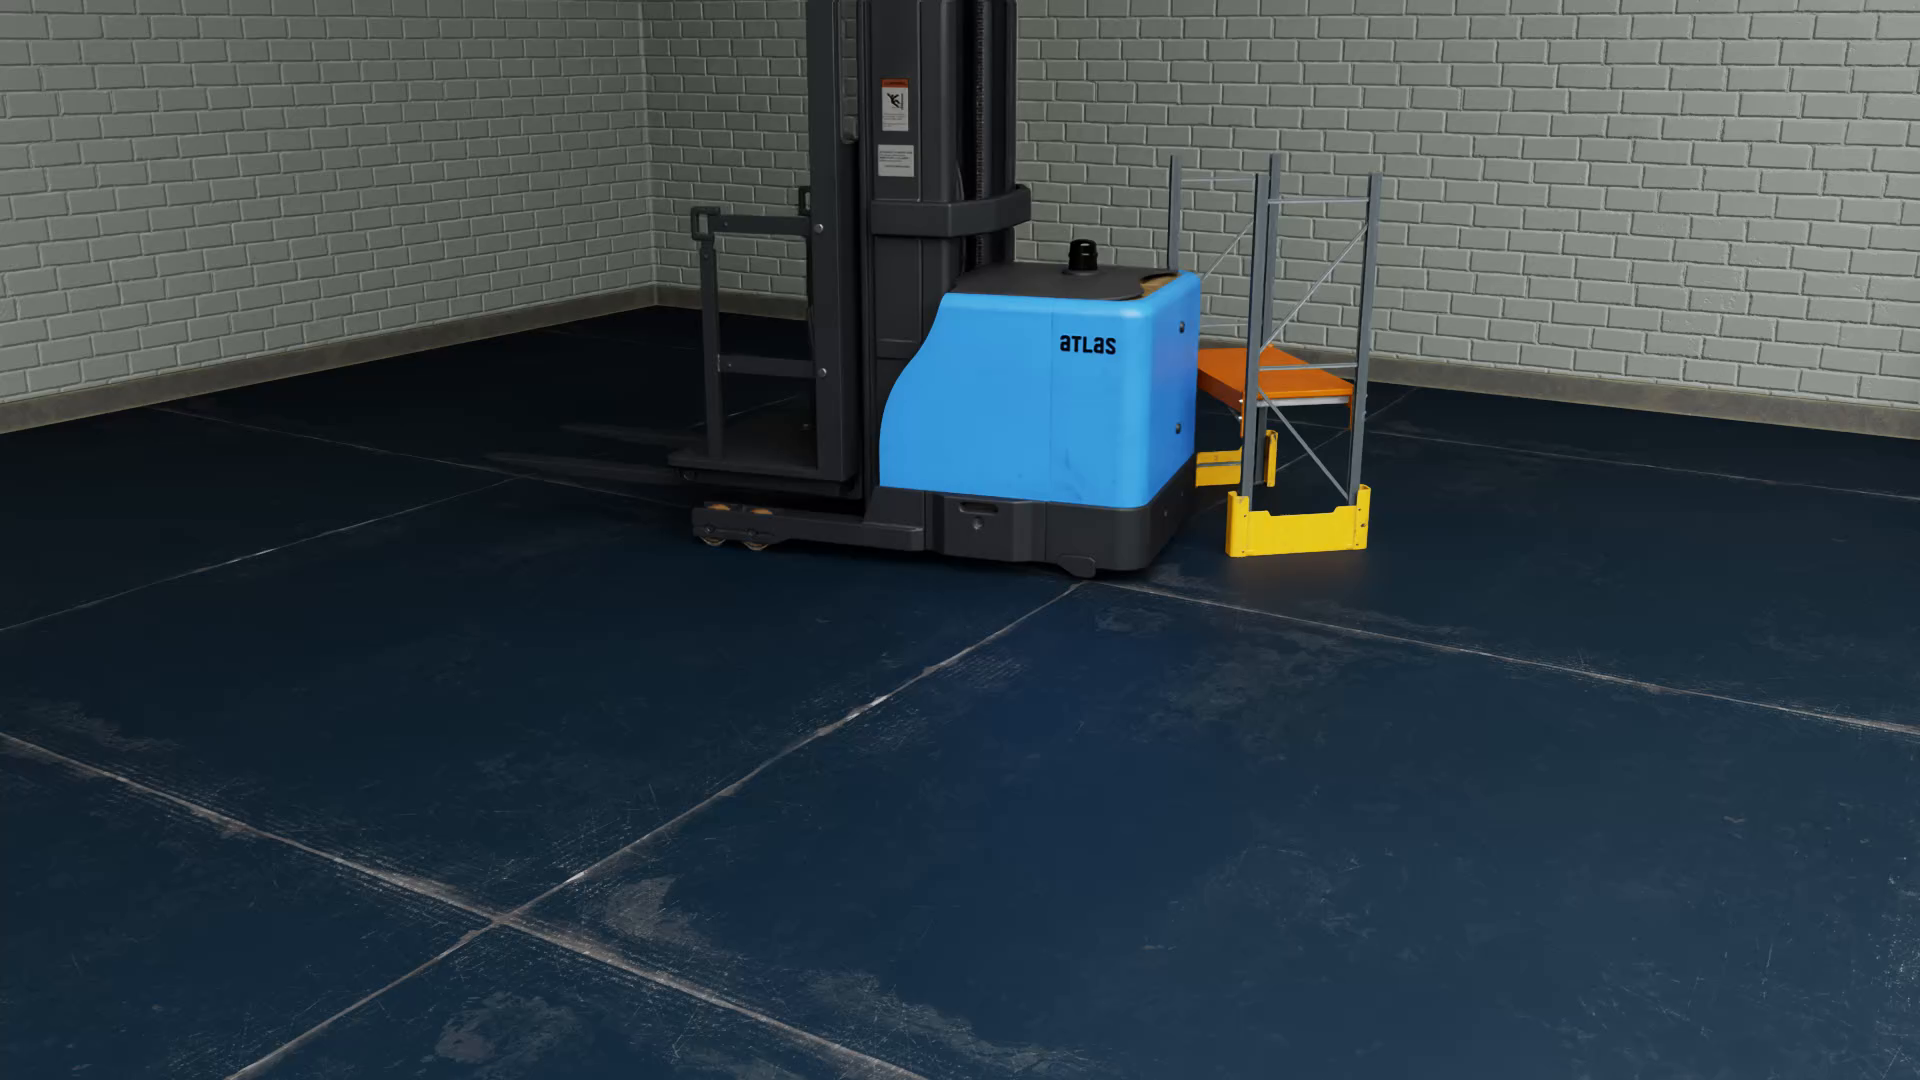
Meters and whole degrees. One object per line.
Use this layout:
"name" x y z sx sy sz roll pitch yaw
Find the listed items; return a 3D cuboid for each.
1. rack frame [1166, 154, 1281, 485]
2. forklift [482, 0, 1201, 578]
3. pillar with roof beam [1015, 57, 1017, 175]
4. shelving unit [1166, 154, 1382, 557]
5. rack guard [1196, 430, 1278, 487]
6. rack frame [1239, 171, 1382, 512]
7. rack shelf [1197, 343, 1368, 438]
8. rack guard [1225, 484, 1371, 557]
"rack frame" 1.163 -0.967 7.483 0.500 1.500 0.032 -3 17 -11
"forklift" -0.570 -1.500 6.776 3.031 2.935 1.130 6 18 19
"pillar with roof beam" -2.133 -4.577 6.465 0.400 9.000 9.100 10 20 30
"shelving unit" 1.266 -0.819 6.998 0.587 1.500 1.083 -3 17 -11
"rack guard" 1.167 -0.363 7.646 0.587 0.250 0.087 -3 17 -11
"rack frame" 1.364 -0.677 6.529 0.500 1.500 0.032 -3 17 -11
"rack shelf" 1.264 -0.650 7.058 0.538 0.185 1.000 -3 17 -11
"rack guard" 1.364 -0.079 6.712 0.587 0.250 0.087 -3 17 -11
